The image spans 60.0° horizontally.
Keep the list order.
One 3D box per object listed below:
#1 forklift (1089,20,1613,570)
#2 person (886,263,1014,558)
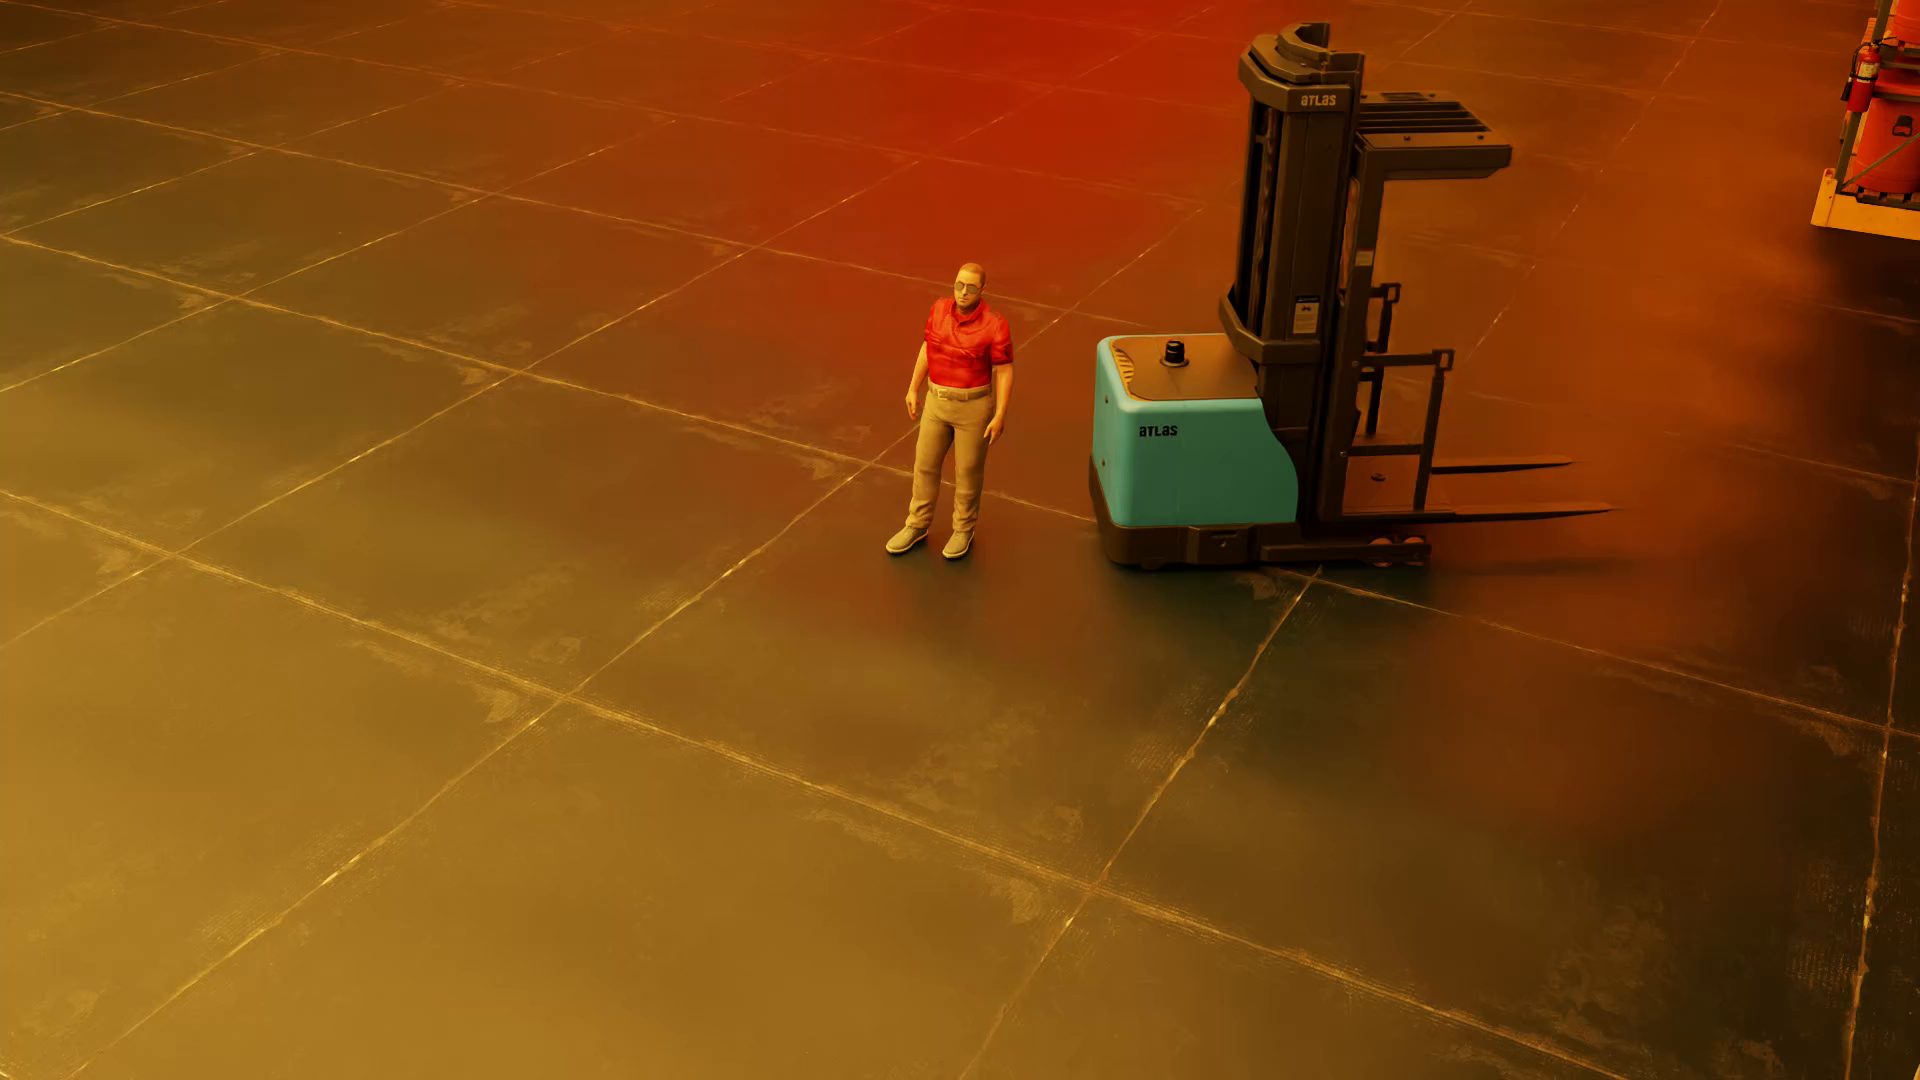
[{"bbox_3d":[2.346,-1.375,9.453,3.031,2.935,1.130,-2,30,-3],"label":"forklift"},{"bbox_3d":[-0.054,-0.719,9.503,0.641,1.728,0.550,15,33,25],"label":"person"}]
